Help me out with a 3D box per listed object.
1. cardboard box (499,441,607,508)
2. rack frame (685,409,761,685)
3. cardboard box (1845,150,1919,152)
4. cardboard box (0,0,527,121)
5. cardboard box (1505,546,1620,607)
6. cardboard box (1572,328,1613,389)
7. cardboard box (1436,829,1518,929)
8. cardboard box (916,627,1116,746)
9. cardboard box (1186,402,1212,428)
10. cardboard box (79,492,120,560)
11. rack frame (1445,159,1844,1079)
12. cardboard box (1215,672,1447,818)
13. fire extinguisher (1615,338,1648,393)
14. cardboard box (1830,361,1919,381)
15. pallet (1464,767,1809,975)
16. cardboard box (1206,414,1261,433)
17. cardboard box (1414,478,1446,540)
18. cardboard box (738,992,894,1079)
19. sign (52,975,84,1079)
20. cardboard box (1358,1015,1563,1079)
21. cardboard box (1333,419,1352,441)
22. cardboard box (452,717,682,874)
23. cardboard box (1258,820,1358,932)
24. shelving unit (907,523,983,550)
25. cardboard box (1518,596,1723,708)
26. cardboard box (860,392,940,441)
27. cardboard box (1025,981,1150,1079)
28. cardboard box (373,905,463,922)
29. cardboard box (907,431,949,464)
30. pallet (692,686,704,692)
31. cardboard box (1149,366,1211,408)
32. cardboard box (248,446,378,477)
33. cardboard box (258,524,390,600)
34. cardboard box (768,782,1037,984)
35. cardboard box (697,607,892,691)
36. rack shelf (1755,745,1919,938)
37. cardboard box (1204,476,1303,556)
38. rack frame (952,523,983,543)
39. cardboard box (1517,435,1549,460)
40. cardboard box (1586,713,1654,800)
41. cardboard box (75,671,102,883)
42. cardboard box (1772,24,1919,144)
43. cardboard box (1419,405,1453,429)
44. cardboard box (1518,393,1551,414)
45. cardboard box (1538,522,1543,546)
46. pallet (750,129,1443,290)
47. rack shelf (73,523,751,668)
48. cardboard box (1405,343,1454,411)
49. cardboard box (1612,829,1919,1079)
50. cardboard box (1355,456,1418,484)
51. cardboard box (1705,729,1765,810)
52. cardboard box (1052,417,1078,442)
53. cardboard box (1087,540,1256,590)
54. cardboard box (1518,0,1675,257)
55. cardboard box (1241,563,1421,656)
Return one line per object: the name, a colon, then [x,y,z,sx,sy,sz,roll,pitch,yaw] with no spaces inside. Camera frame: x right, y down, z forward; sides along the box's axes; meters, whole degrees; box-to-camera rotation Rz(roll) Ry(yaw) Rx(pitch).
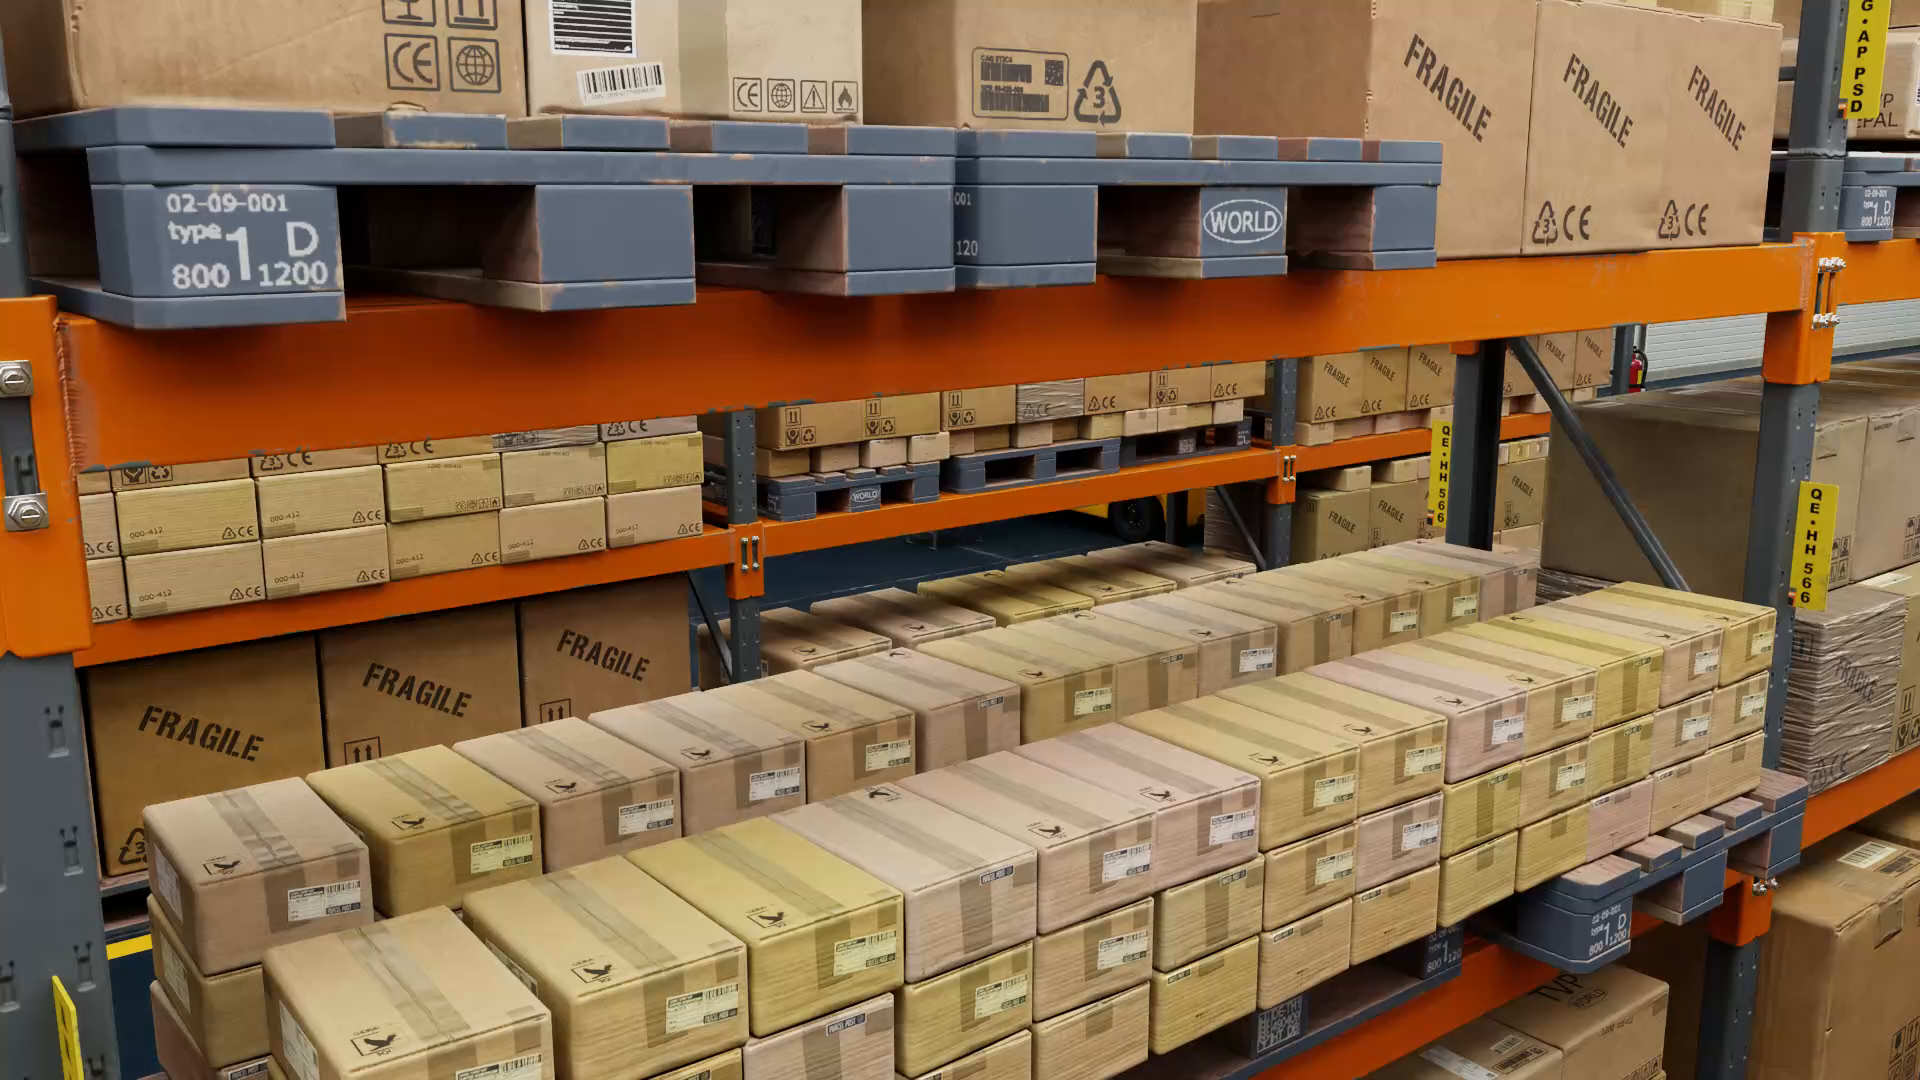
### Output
cardboard box: [-1.968,-0.332,7.629,0.500,0.250,0.500,-10,16,-39]
rack frame: [-1.351,-0.332,8.472,0.127,3.000,1.000,-9,15,-38]
cardboard box: [3.351,-1.509,5.864,0.258,0.266,0.396,-9,15,-38]
cardboard box: [-0.938,-0.776,2.090,0.500,0.500,0.700,-9,15,-38]
cardboard box: [2.005,0.307,5.223,0.500,0.500,0.500,-9,15,-38]
cardboard box: [4.645,-1.450,12.777,0.500,0.500,0.500,-10,15,-39]
cardboard box: [0.921,0.646,3.460,0.250,0.149,0.380,-10,16,-40]
cardboard box: [0.116,0.315,3.585,0.250,0.149,0.380,-10,15,-38]
cardboard box: [1.326,-0.791,10.226,0.250,0.149,0.380,-10,16,-39]
cardboard box: [-3.565,-0.068,6.385,0.500,0.250,0.500,-9,15,-37]
rack frame: [1.821,0.457,4.753,0.127,3.000,1.000,-9,15,-38]
cardboard box: [0.713,0.389,3.235,0.250,0.149,0.380,-9,15,-35]
fire extinguisher: [5.274,-1.273,13.087,0.183,0.674,0.296,-9,15,-38]
cardboard box: [3.370,-0.336,5.843,0.500,0.500,0.700,-10,15,-38]
pallet: [1.331,0.661,4.256,1.003,0.211,1.213,-9,15,-38]
cardboard box: [1.833,-0.820,11.372,0.250,0.149,0.380,-10,15,-38]
cardboard box: [3.219,-0.250,11.886,0.500,0.500,0.500,-8,15,-35]
cardboard box: [-0.305,0.704,2.467,0.250,0.149,0.380,-9,15,-36]
sign: [-0.958,0.640,1.809,0.005,0.325,0.100,-9,15,-38]
cardboard box: [1.063,1.307,3.956,0.500,0.250,0.500,-9,15,-37]
cardboard box: [2.384,-0.758,11.084,0.250,0.149,0.380,-9,15,-36]
cardboard box: [-0.699,0.451,2.945,0.250,0.149,0.380,-10,16,-39]
cardboard box: [0.512,0.569,3.107,0.250,0.149,0.380,-10,15,-39]
shelving unit: [-0.129,-1.006,13.810,0.503,2.100,0.431,-9,15,-38]
cardboard box: [1.527,0.254,3.872,0.250,0.149,0.380,-10,15,-38]
cardboard box: [-0.452,-0.822,8.809,0.500,0.500,0.500,-8,15,-35]
cardboard box: [0.098,0.783,2.812,0.250,0.149,0.380,-10,16,-40]
cardboard box: [-0.910,0.630,2.816,0.250,0.149,0.380,-9,15,-37]
cardboard box: [-0.269,-0.518,8.942,0.250,0.149,0.380,-9,15,-37]
pallet: [-0.739,0.931,9.238,1.213,0.211,1.003,-9,15,-38]
cardboard box: [1.169,-1.089,10.070,0.500,0.500,0.500,-9,15,-37]
cardboard box: [-2.778,-0.565,6.920,0.500,0.500,0.500,-10,15,-39]
cardboard box: [-2.756,0.051,7.027,0.500,0.250,0.500,-10,15,-39]
cardboard box: [-0.096,0.524,2.599,0.250,0.149,0.380,-10,15,-38]
cardboard box: [-0.903,0.676,9.039,0.625,0.372,0.950,-11,16,-41]
rack shelf: [3.382,0.550,6.050,4.000,0.370,1.077,-9,15,-38]
cardboard box: [2.067,-0.199,11.647,0.500,0.500,0.500,-10,15,-38]
rack frame: [0.061,-1.037,13.959,0.015,2.100,0.400,-9,15,-38]
cardboard box: [4.189,-0.710,12.493,0.250,0.149,0.380,-9,15,-36]
cardboard box: [1.308,0.437,3.727,0.250,0.149,0.380,-9,15,-36]
cardboard box: [-4.040,0.927,6.645,0.875,0.875,0.875,-9,15,-36]
cardboard box: [2.523,-1.279,4.671,0.500,0.311,0.500,-9,15,-38]
cardboard box: [3.224,-0.882,11.664,0.250,0.149,0.380,-9,15,-37]
cardboard box: [4.214,-1.045,12.434,0.250,0.149,0.380,-9,15,-37]
cardboard box: [4.414,-0.079,12.888,0.500,0.250,0.500,-10,15,-38]
pallet: [0.054,-0.597,2.948,1.003,0.211,1.213,-9,15,-38]
rack shelf: [-2.912,0.279,7.324,4.000,0.370,1.077,-9,15,-38]
cardboard box: [3.068,-1.190,11.552,0.500,0.500,0.500,-10,15,-38]
cardboard box: [2.352,1.288,5.246,0.750,0.750,1.050,-10,15,-38]
cardboard box: [2.937,-0.502,11.513,0.250,0.149,0.380,-9,15,-35]
cardboard box: [1.723,0.514,4.083,0.250,0.149,0.380,-9,15,-37]
cardboard box: [0.468,-0.675,9.679,0.250,0.149,0.380,-10,16,-40]
cardboard box: [1.365,0.297,10.823,0.625,0.372,0.950,-9,15,-37]
cardboard box: [1.151,-0.876,3.572,0.500,0.500,0.500,-9,15,-38]
cardboard box: [0.936,0.179,4.226,0.250,0.149,0.380,-10,15,-38]
